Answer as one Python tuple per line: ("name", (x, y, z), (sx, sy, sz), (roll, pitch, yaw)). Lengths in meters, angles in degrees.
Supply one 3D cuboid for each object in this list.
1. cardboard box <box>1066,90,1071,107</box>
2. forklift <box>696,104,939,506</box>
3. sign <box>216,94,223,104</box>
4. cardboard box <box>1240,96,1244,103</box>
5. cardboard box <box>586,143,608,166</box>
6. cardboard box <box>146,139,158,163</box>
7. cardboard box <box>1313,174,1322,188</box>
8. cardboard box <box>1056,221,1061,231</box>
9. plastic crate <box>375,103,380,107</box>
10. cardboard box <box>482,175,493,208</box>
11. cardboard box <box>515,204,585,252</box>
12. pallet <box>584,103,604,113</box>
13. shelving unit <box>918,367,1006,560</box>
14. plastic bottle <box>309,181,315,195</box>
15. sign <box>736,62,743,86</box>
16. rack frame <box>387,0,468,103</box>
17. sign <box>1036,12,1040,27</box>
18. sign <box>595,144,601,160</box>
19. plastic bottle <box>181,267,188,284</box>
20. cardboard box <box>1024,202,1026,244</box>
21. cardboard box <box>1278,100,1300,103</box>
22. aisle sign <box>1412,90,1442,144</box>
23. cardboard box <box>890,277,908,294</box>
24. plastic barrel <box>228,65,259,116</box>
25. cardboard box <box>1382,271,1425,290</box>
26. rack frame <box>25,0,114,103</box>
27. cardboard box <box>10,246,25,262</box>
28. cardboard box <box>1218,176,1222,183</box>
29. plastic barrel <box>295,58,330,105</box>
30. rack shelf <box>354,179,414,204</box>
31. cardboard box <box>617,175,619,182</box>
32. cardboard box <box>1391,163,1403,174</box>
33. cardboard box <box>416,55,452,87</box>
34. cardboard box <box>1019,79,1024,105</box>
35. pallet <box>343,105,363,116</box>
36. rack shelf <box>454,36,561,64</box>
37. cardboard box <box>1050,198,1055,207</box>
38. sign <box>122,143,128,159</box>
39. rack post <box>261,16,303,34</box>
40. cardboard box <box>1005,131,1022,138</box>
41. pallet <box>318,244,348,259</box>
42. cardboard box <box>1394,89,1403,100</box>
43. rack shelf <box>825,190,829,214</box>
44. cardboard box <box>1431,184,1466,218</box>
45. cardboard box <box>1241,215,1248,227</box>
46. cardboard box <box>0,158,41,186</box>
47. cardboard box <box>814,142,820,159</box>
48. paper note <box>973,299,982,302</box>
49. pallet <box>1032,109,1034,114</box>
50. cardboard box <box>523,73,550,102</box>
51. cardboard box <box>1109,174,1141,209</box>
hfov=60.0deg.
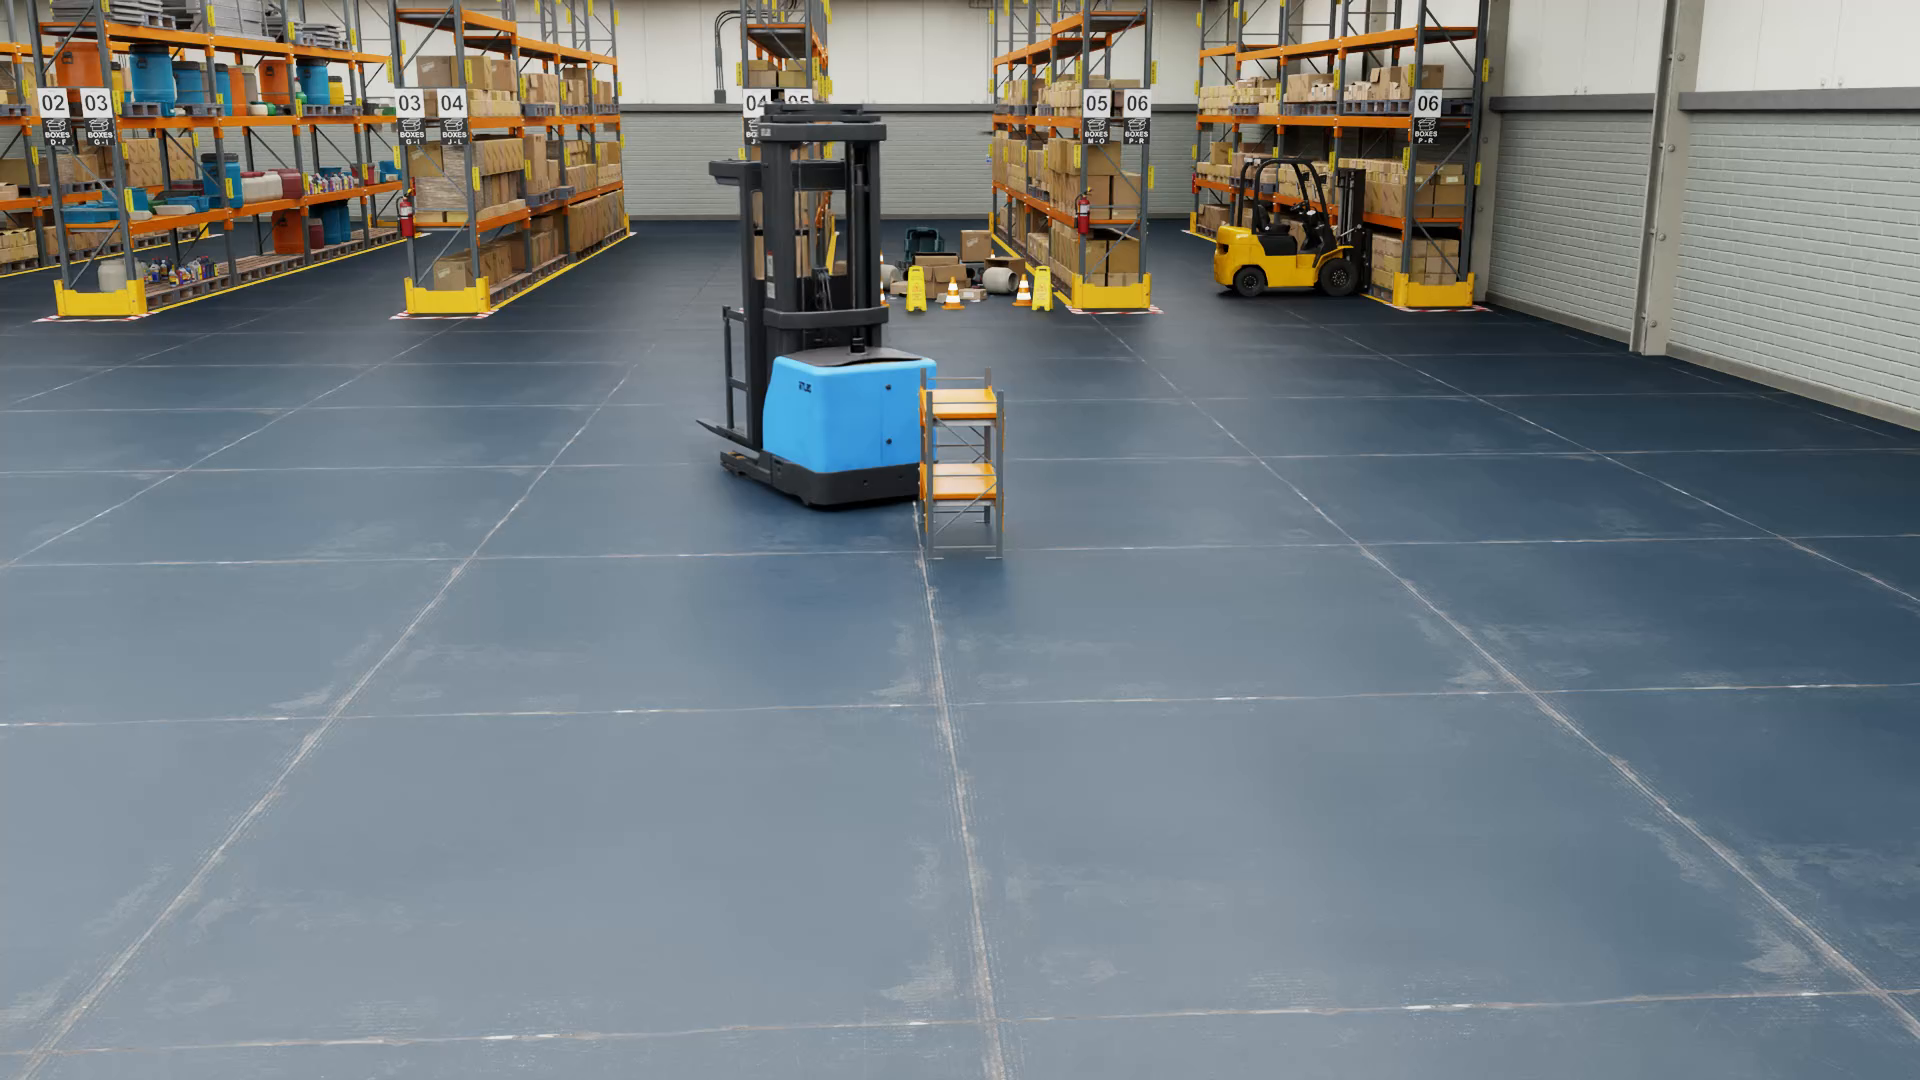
("cardboard box", (1.930, -6.886, 25.956), (0.500, 0.250, 0.500), (0, 14, -2))
("forklift", (-1.320, -1.991, 13.383), (1.130, 2.935, 3.031), (-8, 16, -28))
("sign", (-12.235, -7.213, 27.504), (0.100, 0.325, 0.005), (-1, 14, -3))
("cardboard box", (6.155, -9.359, 35.322), (0.380, 0.149, 0.250), (-1, 14, -3))
("cardboard box", (-8.171, -8.626, 37.232), (0.500, 0.500, 0.500), (-1, 14, -5))
("cardboard box", (-18.037, -8.575, 36.627), (0.500, 0.500, 0.500), (-1, 14, -5))
("cardboard box", (6.679, -6.473, 29.962), (0.500, 0.250, 0.500), (-1, 14, -5))
("cardboard box", (1.798, -5.218, 27.657), (0.380, 0.149, 0.250), (0, 14, -1))
("plastic crate", (-13.783, -10.024, 38.709), (0.497, 0.269, 0.590), (-1, 14, -3))
("cardboard box", (-7.739, -5.409, 25.733), (0.875, 0.500, 0.500), (-1, 14, -3))
("cardboard box", (-8.111, -6.168, 32.901), (1.225, 0.875, 0.875), (-2, 15, -6))
("pallet", (-8.377, -9.430, 36.315), (1.003, 0.211, 1.213), (-1, 14, -3))
("shelving unit", (0.000, -0.546, 11.393), (0.538, 1.125, 1.048), (-1, 14, -3))
("plastic bottle", (-12.765, -6.913, 32.623), (0.152, 0.276, 0.135), (-1, 14, -3))
("sign", (-3.179, -6.722, 23.994), (0.100, 0.325, 0.005), (-1, 14, -3))
("rack frame", (-7.593, -7.738, 23.540), (1.000, 3.000, 0.127), (-1, 14, -3))
("sign", (1.849, -12.365, 39.492), (0.100, 0.325, 0.005), (-1, 14, -3))
("sign", (-7.796, -8.350, 35.794), (0.100, 0.325, 0.005), (-1, 14, -3))
("plastic bottle", (-12.366, -4.213, 26.474), (0.097, 0.271, 0.097), (0, 14, 0))
("cardboard box", (1.791, -6.544, 34.362), (0.875, 0.875, 0.875), (-1, 14, -3))
("cardboard box", (6.494, -8.710, 32.840), (0.380, 0.149, 0.250), (-1, 14, -2))
("aisle sign", (6.962, -6.301, 24.778), (0.394, 0.787, 0.004), (-1, 14, -3))
("cardboard box", (-0.940, -4.155, 27.143), (0.396, 0.266, 0.258), (2, 15, 6))
("plastic barrel", (-13.198, -8.233, 30.480), (0.600, 0.901, 0.600), (0, 14, 0))
("cardboard box", (6.907, -4.046, 25.909), (0.500, 0.250, 0.500), (-1, 14, -3))
("rack frame", (-12.537, -7.661, 23.243), (1.000, 3.000, 0.127), (-1, 14, -3))
("cardboard box", (-17.665, -5.286, 30.728), (0.500, 0.250, 0.500), (-1, 14, -4))
("cardboard box", (6.125, -8.258, 38.107), (0.380, 0.149, 0.250), (-1, 14, -4))
("plastic barrel", (-13.022, -9.217, 33.460), (0.600, 0.901, 0.708), (-1, 14, -3))
("rack shelf", (-13.404, -7.889, 37.612), (1.077, 0.370, 4.000), (-1, 14, -3))
("cardboard box", (-8.202, -8.479, 38.965), (0.380, 0.149, 0.250), (-1, 14, -3))
("cardboard box", (6.929, -5.781, 25.874), (0.380, 0.149, 0.250), (-1, 14, -2))
("cardboard box", (-7.942, -7.101, 25.285), (0.500, 0.500, 0.500), (-1, 14, -3))
("cardboard box", (1.551, -8.923, 33.122), (0.700, 0.500, 0.500), (-2, 15, -6))
("pallet", (-13.134, -8.908, 34.487), (1.213, 0.211, 1.003), (-1, 14, -3))
("rack shelf", (-7.965, -8.688, 29.479), (1.077, 0.370, 4.000), (-1, 14, -3))
("cardboard box", (1.749, -5.775, 28.456), (0.380, 0.149, 0.250), (-1, 14, -4))
("sign", (-17.671, -8.235, 35.188), (0.100, 0.325, 0.005), (-1, 14, -3))
("rack post", (-13.118, -9.794, 31.683), (0.954, 0.300, 0.937), (-1, 14, -3))
("cardboard box", (1.219, -9.142, 37.528), (0.380, 0.149, 0.250), (-1, 14, -4))
("pallet", (-13.196, -5.893, 34.006), (1.003, 0.211, 1.213), (-1, 14, -3))
("cardboard box", (6.897, -6.847, 25.559), (0.380, 0.149, 0.250), (-1, 14, -5))
("rack shelf", (-3.256, -7.022, 34.243), (1.077, 0.370, 4.000), (-1, 14, -3))
("cardboard box", (7.498, -5.239, 25.666), (0.500, 0.500, 0.500), (0, 14, -2))
("cardboard box", (6.356, -6.784, 36.046), (0.500, 0.500, 0.500), (-1, 14, -4))
("cardboard box", (-18.128, -7.076, 31.966), (0.700, 0.500, 0.500), (-6, 16, -22))
("cardboard box", (-2.746, -6.247, 27.317), (0.875, 0.550, 0.550), (-1, 14, -3))
("paper note", (0.252, -3.752, 26.046), (0.148, 0.019, 0.142), (-6, 16, -23))
("pallet", (1.660, -9.102, 35.248), (0.805, 0.209, 1.217), (-1, 15, -6))
("cardboard box", (-7.752, -8.199, 30.151), (0.500, 0.500, 0.500), (-1, 14, -2))
("cardboard box", (2.545, -5.300, 25.307), (0.500, 0.500, 0.500), (-1, 14, -4))
